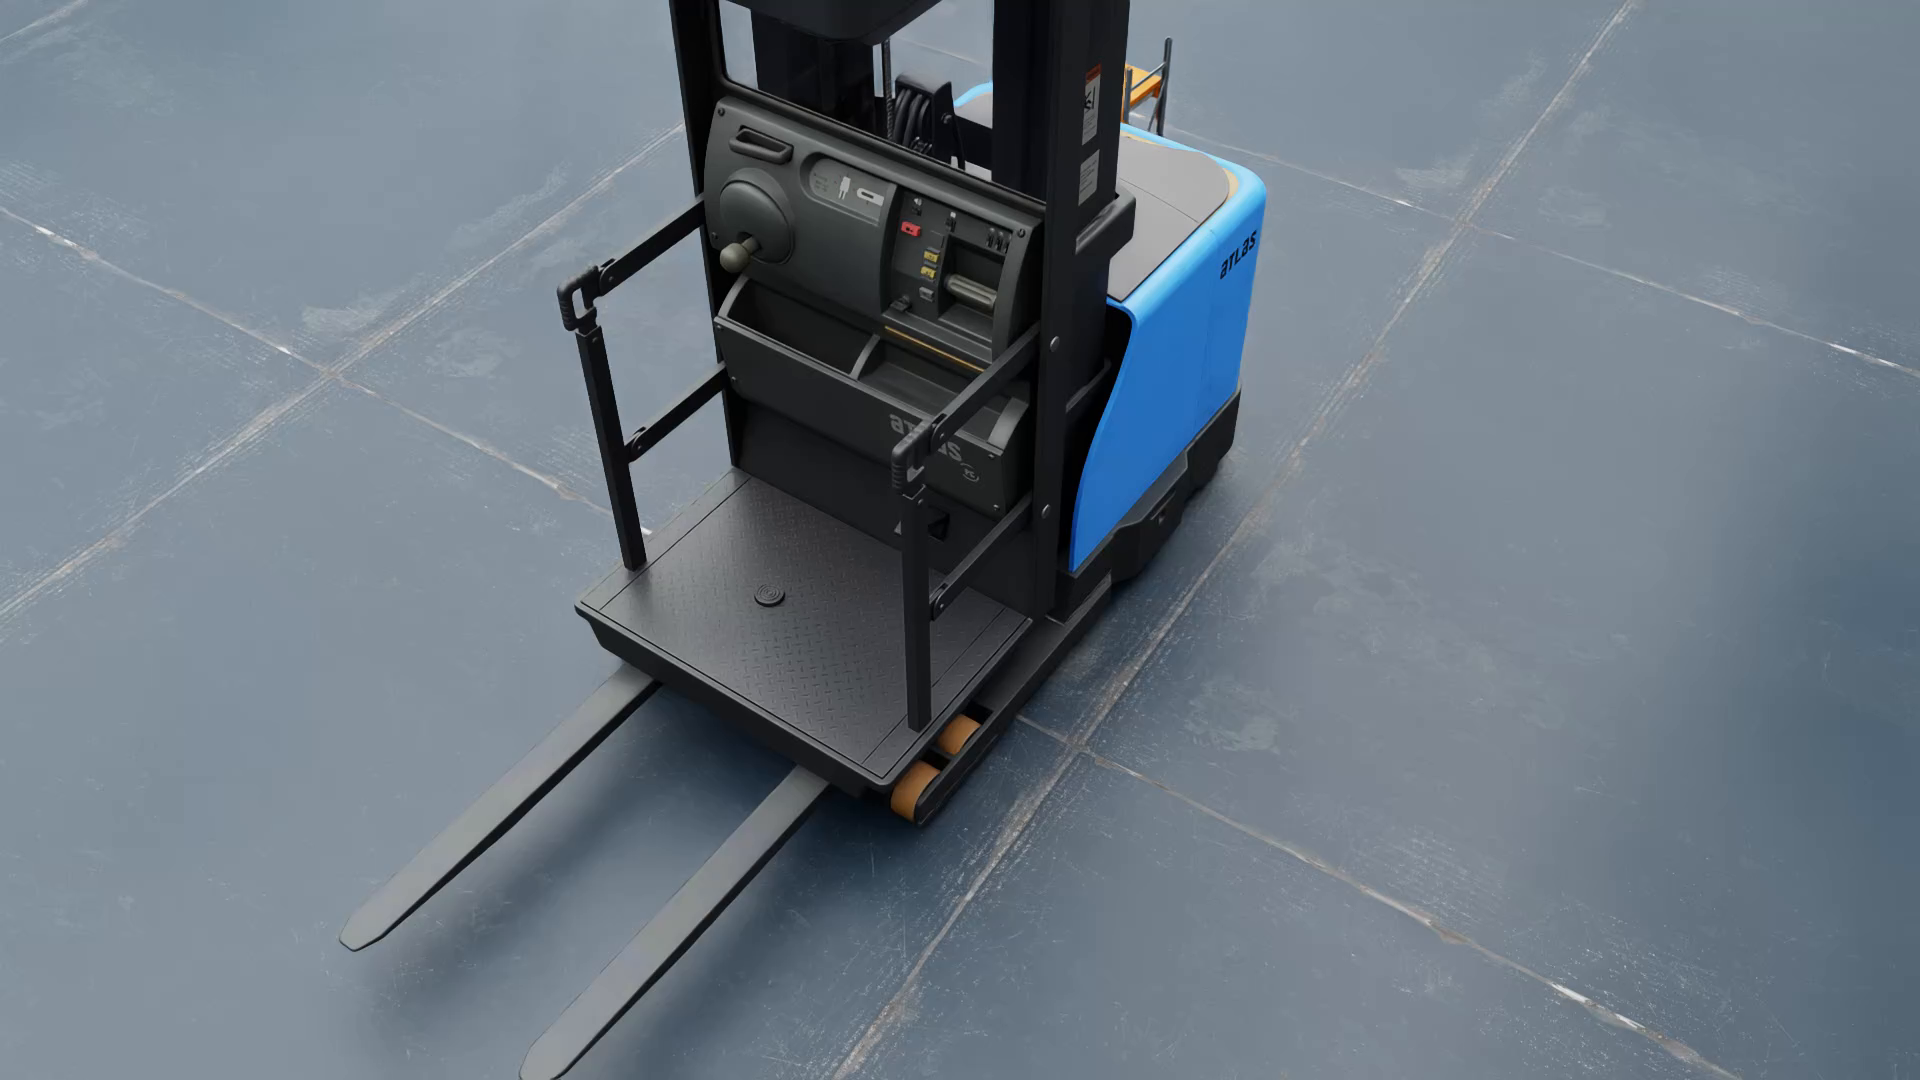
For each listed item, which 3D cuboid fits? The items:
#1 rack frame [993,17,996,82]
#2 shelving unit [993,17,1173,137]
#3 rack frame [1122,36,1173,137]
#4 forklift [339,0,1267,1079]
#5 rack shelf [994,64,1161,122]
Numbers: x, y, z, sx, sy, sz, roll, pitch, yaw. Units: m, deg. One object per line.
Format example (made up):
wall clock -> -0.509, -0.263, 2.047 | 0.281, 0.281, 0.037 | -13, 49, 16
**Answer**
rack frame -> 0.182, -1.259, 5.636 | 0.015, 1.200, 0.240 | 29, 52, 25
shelving unit -> 0.376, -1.152, 5.533 | 0.503, 1.200, 0.258 | 29, 52, 25
rack frame -> 0.569, -1.046, 5.430 | 0.015, 1.200, 0.240 | 29, 52, 25
forklift -> -0.357, -0.656, 3.844 | 1.130, 2.935, 3.031 | 27, 51, 24
rack shelf -> 0.376, -1.426, 5.251 | 0.480, 0.148, 0.258 | 29, 52, 25
